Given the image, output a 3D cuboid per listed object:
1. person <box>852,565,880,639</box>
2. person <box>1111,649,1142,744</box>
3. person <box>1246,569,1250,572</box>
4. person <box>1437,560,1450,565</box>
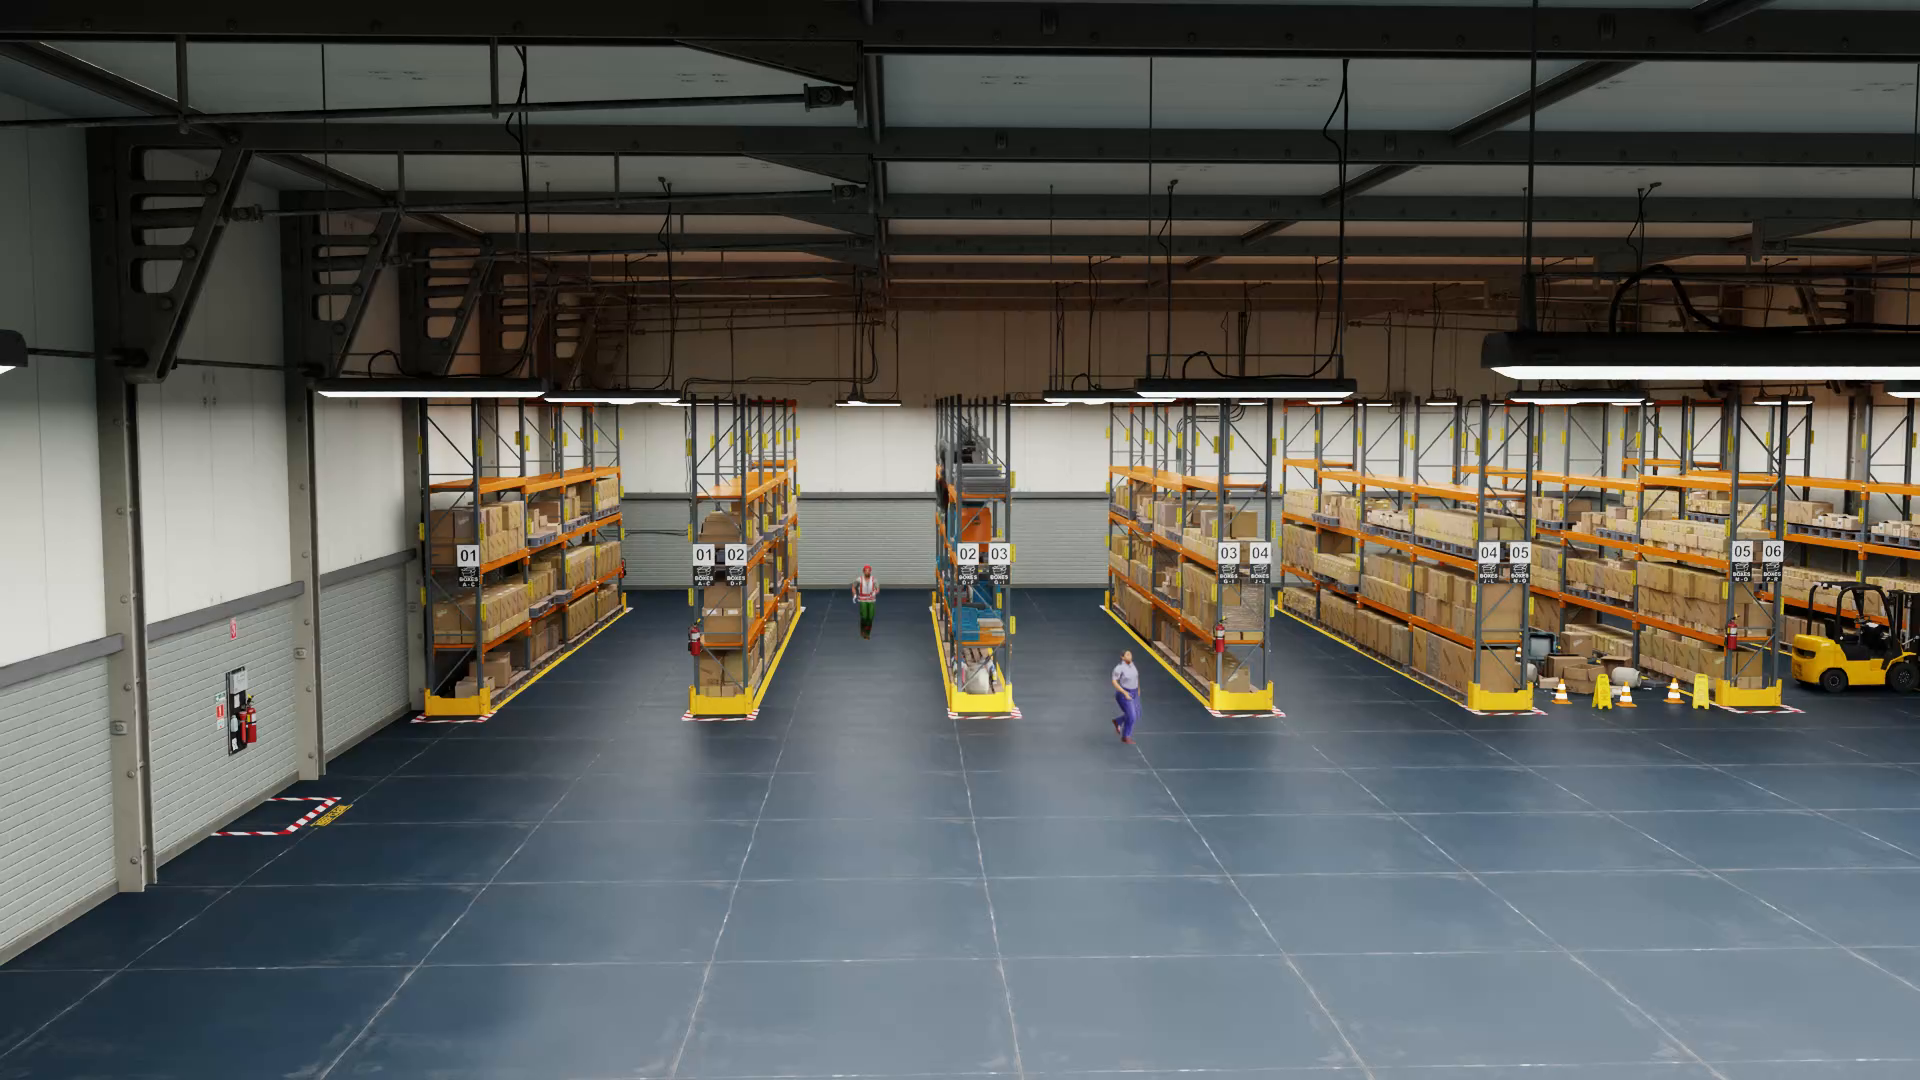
[{"bbox_3d":[-2.186,1.475,39.157,0.646,1.767,0.598,-1,5,-13],"label":"person"},{"bbox_3d":[2.839,2.678,28.637,0.546,1.618,0.602,4,6,42],"label":"person"},{"bbox_3d":[8.441,1.093,48.243,0.634,1.633,0.951,3,5,31],"label":"person"},{"bbox_3d":[14.262,1.010,49.366,0.588,1.650,0.687,1,5,13],"label":"person"}]
